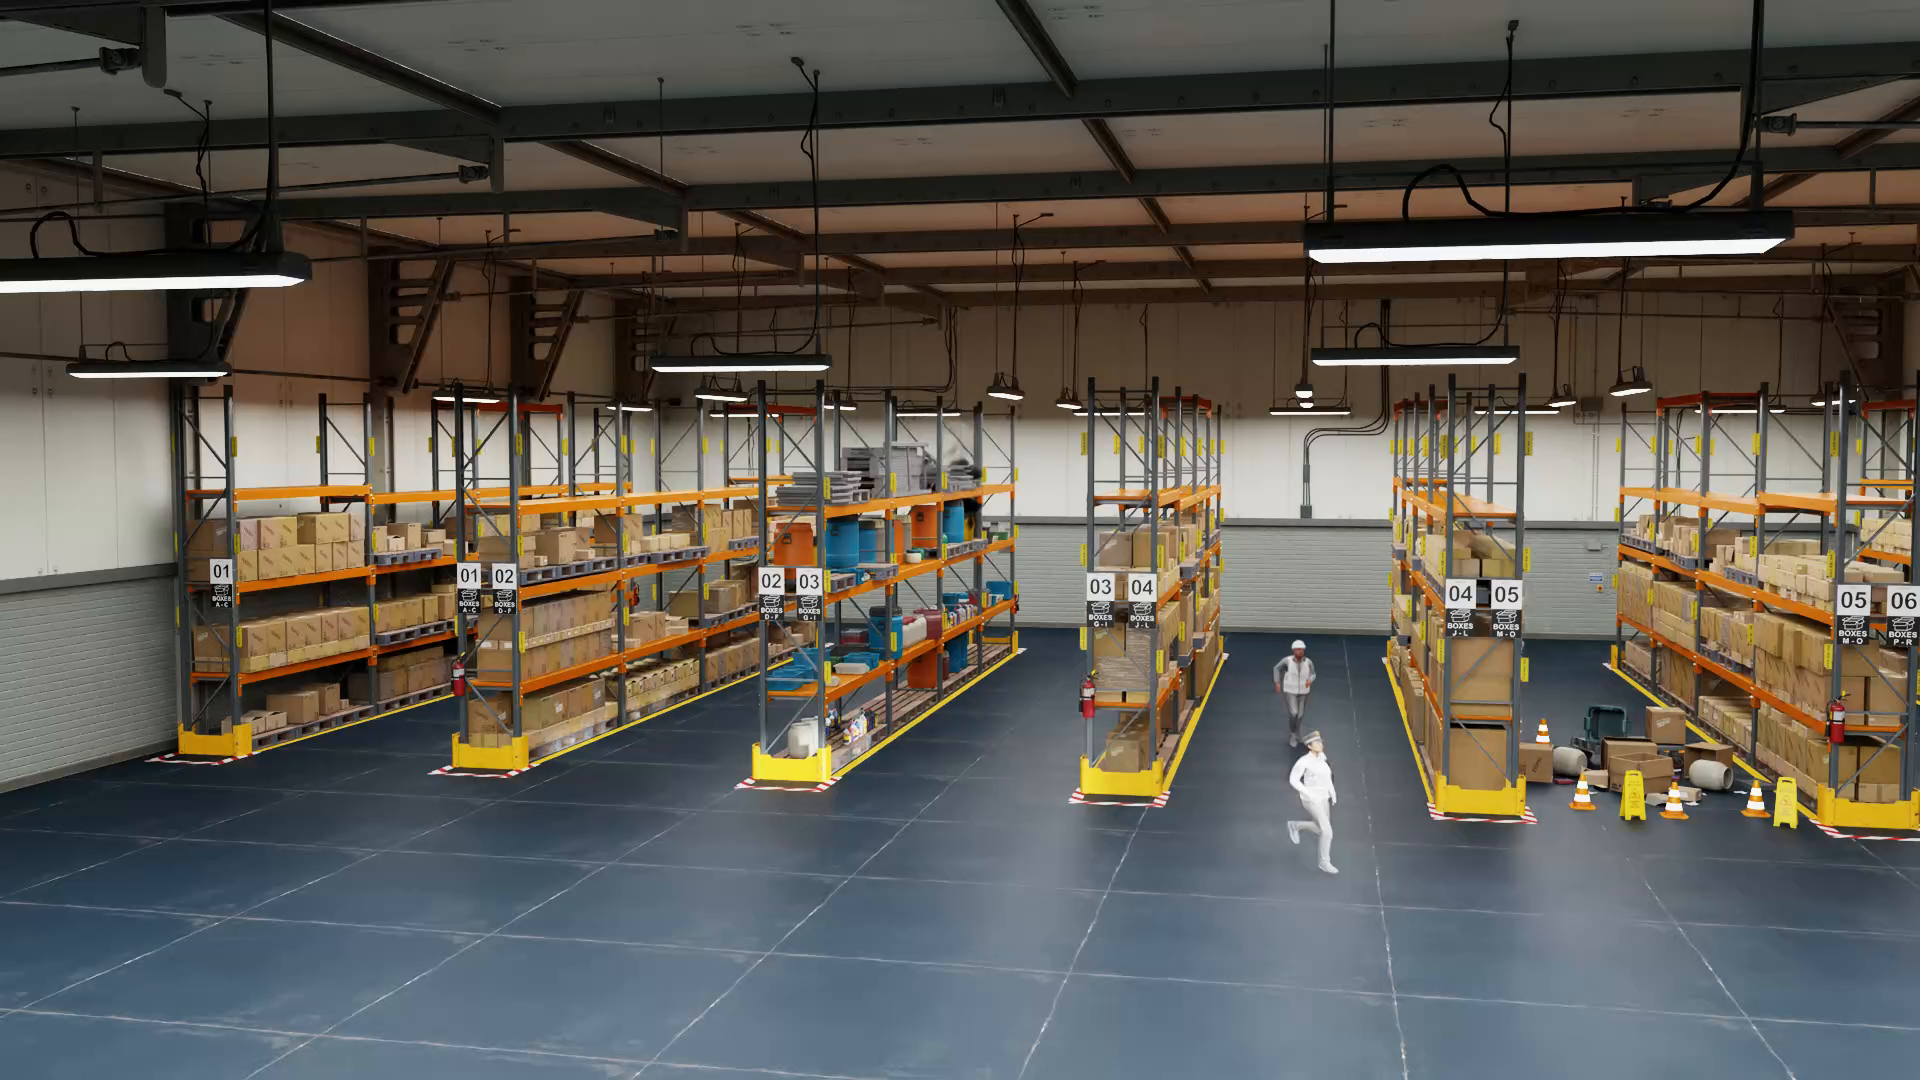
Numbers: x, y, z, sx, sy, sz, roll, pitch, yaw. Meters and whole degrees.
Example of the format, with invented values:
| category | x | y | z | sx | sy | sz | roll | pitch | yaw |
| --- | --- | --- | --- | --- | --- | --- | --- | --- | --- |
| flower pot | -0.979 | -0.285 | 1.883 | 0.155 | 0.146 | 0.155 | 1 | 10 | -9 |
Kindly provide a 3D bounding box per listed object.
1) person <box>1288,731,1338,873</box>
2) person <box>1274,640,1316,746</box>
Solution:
| category | x | y | z | sx | sy | sz | roll | pitch | yaw |
| --- | --- | --- | --- | --- | --- | --- | --- | --- | --- |
| person | 4.210 | 3.089 | 19.815 | 0.616 | 1.662 | 0.758 | -3 | 4 | -43 |
| person | 5.646 | 2.591 | 27.948 | 0.655 | 1.823 | 0.745 | 0 | 3 | -7 |
